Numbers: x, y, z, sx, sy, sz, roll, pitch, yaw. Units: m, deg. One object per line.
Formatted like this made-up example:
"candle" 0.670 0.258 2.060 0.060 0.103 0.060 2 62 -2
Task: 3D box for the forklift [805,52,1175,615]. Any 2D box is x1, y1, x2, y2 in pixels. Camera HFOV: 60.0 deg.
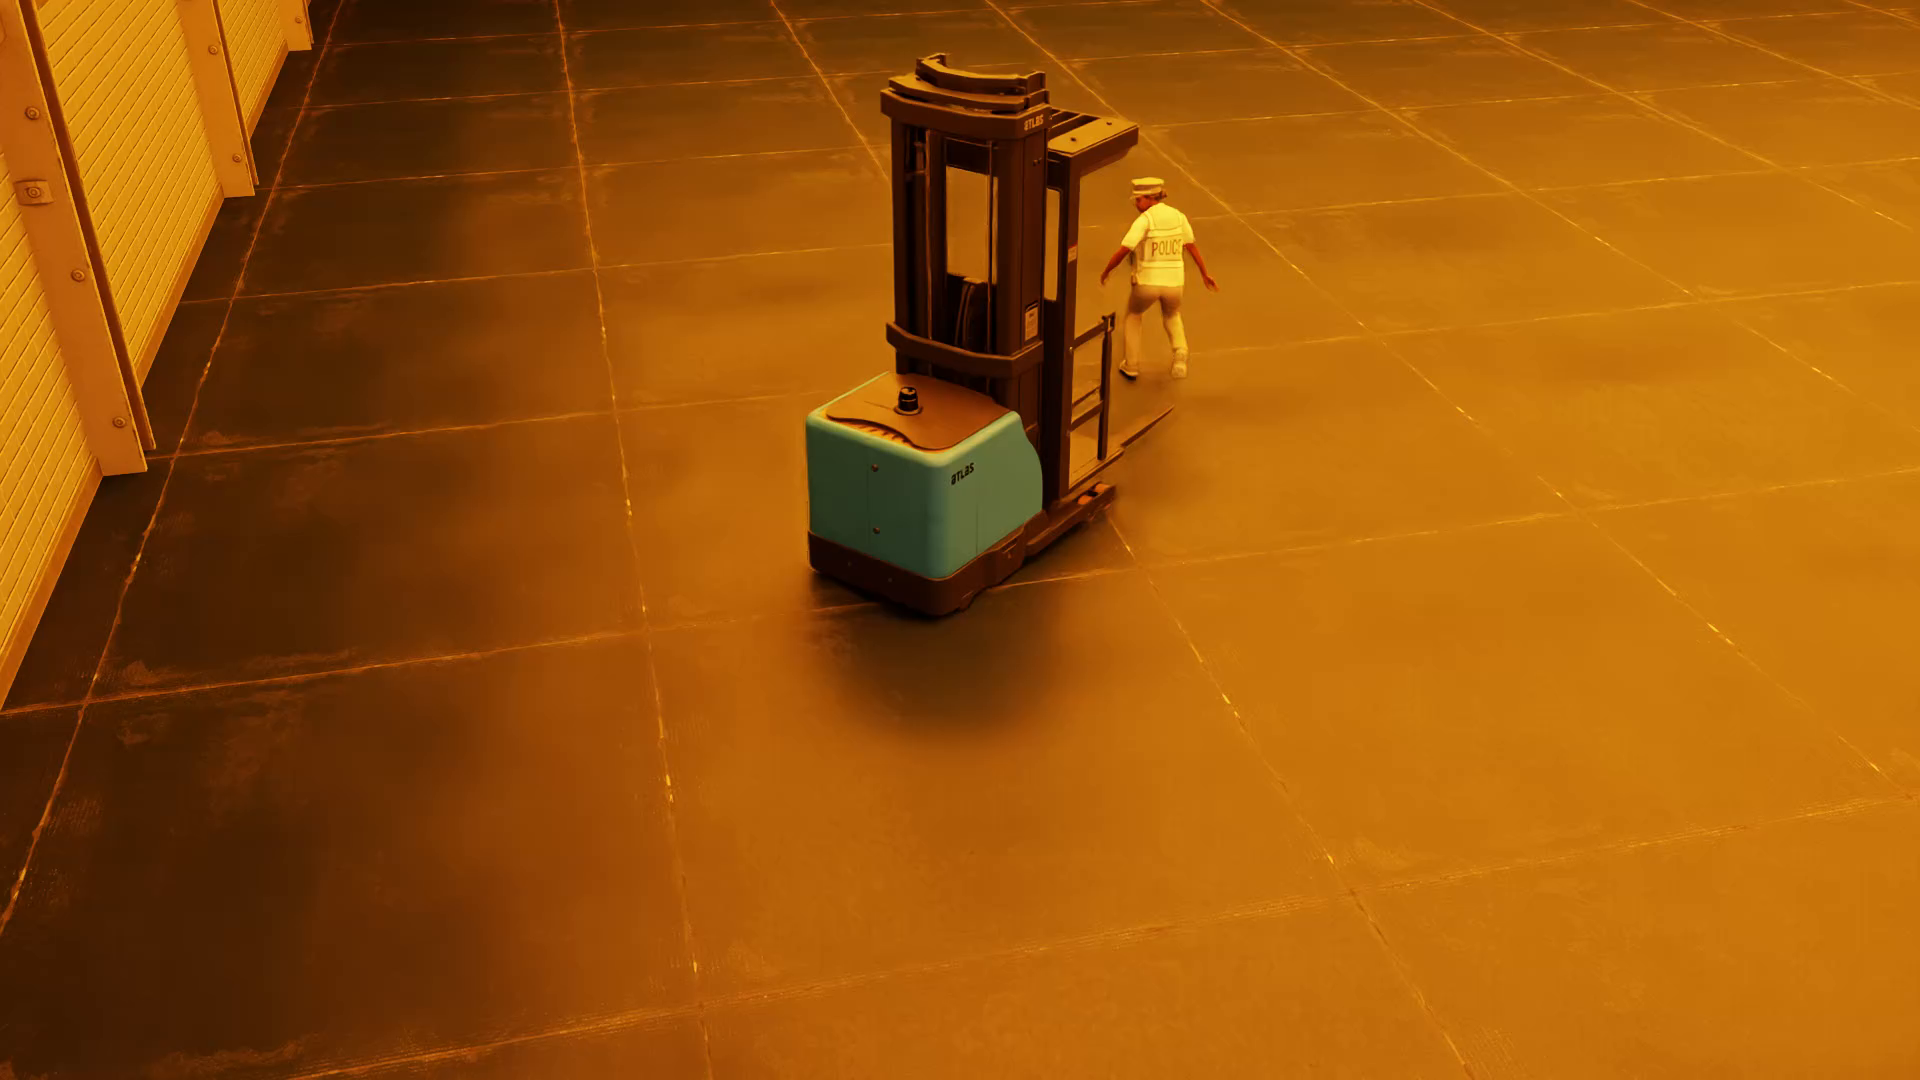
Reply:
"forklift" 0.356 -1.517 10.196 1.130 2.935 3.031 20 36 31

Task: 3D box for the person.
"person" 1.503 -1.934 12.405 0.876 1.502 0.540 -8 31 -14
